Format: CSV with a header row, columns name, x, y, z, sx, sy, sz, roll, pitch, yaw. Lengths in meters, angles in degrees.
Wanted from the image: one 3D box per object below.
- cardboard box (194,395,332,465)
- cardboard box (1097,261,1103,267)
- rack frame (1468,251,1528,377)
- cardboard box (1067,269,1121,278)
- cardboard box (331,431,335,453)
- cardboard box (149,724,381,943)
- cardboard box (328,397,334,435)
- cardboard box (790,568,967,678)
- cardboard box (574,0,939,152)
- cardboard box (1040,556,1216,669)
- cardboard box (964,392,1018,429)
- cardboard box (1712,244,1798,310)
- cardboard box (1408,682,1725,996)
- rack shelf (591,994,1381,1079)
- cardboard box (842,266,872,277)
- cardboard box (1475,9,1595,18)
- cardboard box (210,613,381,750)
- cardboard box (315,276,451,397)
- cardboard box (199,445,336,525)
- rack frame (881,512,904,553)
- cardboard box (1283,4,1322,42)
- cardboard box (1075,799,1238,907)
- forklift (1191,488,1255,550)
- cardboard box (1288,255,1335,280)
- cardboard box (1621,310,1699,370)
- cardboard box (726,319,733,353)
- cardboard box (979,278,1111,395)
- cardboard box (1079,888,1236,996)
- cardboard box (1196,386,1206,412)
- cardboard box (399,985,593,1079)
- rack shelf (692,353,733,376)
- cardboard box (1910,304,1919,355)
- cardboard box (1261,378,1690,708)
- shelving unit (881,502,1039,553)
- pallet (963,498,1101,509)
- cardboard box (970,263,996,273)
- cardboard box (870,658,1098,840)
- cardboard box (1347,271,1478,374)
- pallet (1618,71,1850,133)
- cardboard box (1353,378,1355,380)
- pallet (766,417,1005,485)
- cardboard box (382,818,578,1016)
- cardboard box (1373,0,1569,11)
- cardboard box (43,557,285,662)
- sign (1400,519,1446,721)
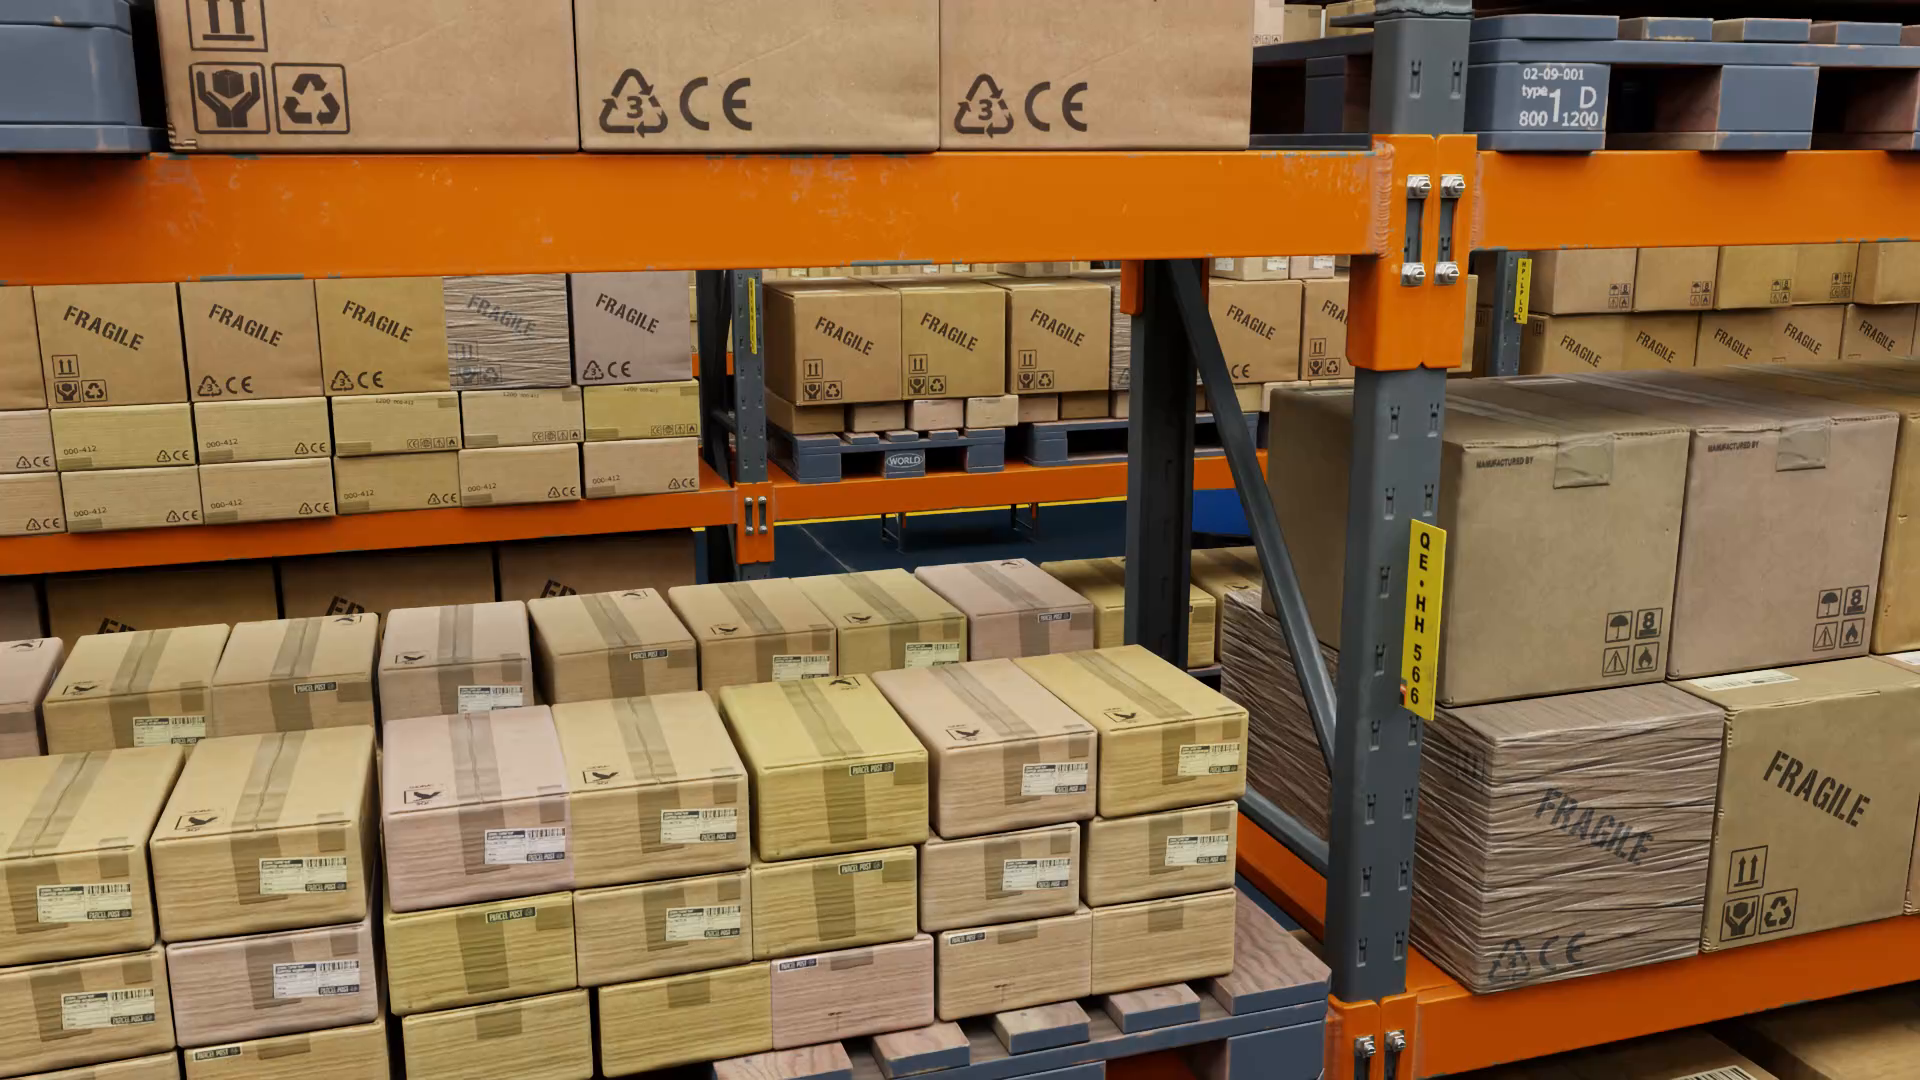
name,x,y,z,sx,sy,sz,roll,pitch,yaw
cardboard box,-2.922,-0.498,6.999,0.500,0.250,0.500,-5,14,-20
cardboard box,1.339,-2.367,13.992,0.250,0.149,0.380,-5,14,-18
rack frame,2.703,-0.834,9.167,0.127,3.000,1.000,-4,14,-18
cardboard box,0.736,-1.149,8.725,0.500,0.500,0.500,-5,14,-20
cardboard box,-3.079,-0.368,7.534,0.500,0.250,0.500,-4,14,-18
cardboard box,-0.958,0.400,2.330,0.250,0.149,0.380,-4,14,-15
cardboard box,-3.099,-0.619,7.508,0.500,0.250,0.500,-4,14,-17
cardboard box,-0.167,0.180,3.254,0.250,0.149,0.380,-5,14,-20
cardboard box,-0.344,-0.831,2.455,0.500,0.500,0.500,-4,14,-18
cardboard box,0.868,0.385,8.814,0.625,0.372,0.950,-4,14,-16
cardboard box,0.099,-0.643,8.001,0.250,0.149,0.380,-4,14,-18
cardboard box,4.165,-1.563,9.211,0.500,0.500,0.700,-5,14,-19
cardboard box,1.098,0.517,3.272,0.500,0.500,0.500,-4,14,-17
rack shelf,-1.309,1.037,2.855,4.000,0.370,1.077,-4,14,-18
cardboard box,-0.843,-2.088,12.822,0.250,0.149,0.380,-4,14,-18
cardboard box,1.084,-1.152,3.401,0.250,0.166,0.380,-4,14,-18
cardboard box,-1.159,0.257,2.930,0.250,0.149,0.380,-4,14,-16
cardboard box,-2.451,-0.903,7.082,0.500,0.500,0.500,-4,14,-18
cardboard box,-2.921,-0.253,7.048,0.500,0.250,0.500,-5,14,-19
rack frame,-0.488,-0.509,11.853,0.032,1.125,0.500,-4,14,-18
cardboard box,1.552,-2.674,8.755,0.500,0.250,0.500,-5,14,-19
cardboard box,0.263,0.449,2.766,0.250,0.149,0.380,-4,14,-17
forklift,2.814,-1.210,10.894,3.031,2.935,1.130,4,14,18
cardboard box,1.688,-1.410,8.420,0.250,0.149,0.380,-5,14,-20
cardboard box,3.677,-1.041,9.177,0.500,0.500,0.500,-5,14,-18
cardboard box,-1.698,-1.569,12.582,0.500,0.250,0.500,-5,14,-19
cardboard box,0.405,-1.000,8.096,0.500,0.500,0.500,-4,14,-17
cardboard box,0.265,0.595,2.796,0.250,0.149,0.380,-4,14,-17
cardboard box,1.049,-0.748,8.443,0.250,0.149,0.380,-5,14,-20
cardboard box,-0.706,0.669,2.482,0.250,0.149,0.380,-5,14,-21
rack shelf,-0.779,-1.425,13.205,4.000,0.370,1.077,-4,14,-18
cardboard box,5.591,-1.186,9.788,0.500,0.500,0.500,-4,14,-18
cardboard box,1.015,-0.027,3.396,0.500,0.500,0.700,-5,14,-18
shelving unit,-0.006,-0.547,12.011,1.048,1.125,0.538,-4,14,-18
pallet,0.430,-0.503,13.800,1.213,0.211,1.003,-4,14,-18
cardboard box,0.169,-2.135,13.017,0.250,0.149,0.380,-5,14,-20
cardboard box,0.029,0.323,2.654,0.250,0.149,0.380,-5,14,-19
cardboard box,2.338,-1.147,8.717,0.500,0.500,0.500,-5,14,-19
pallet,2.239,-0.970,3.666,1.213,0.211,1.003,-4,14,-15
cardboard box,2.048,-0.802,8.667,0.250,0.149,0.380,-5,14,-20
pallet,-0.447,-0.521,8.267,1.003,0.211,1.213,-4,14,-18
cardboard box,-0.712,0.525,2.445,0.250,0.149,0.380,-5,14,-18
cardboard box,0.954,-1.040,2.971,0.250,0.149,0.380,-5,14,-20
cardboard box,-3.464,0.454,7.435,0.875,0.875,0.875,-4,14,-16
sign,0.768,0.133,2.771,0.005,0.325,0.100,-4,14,-18
